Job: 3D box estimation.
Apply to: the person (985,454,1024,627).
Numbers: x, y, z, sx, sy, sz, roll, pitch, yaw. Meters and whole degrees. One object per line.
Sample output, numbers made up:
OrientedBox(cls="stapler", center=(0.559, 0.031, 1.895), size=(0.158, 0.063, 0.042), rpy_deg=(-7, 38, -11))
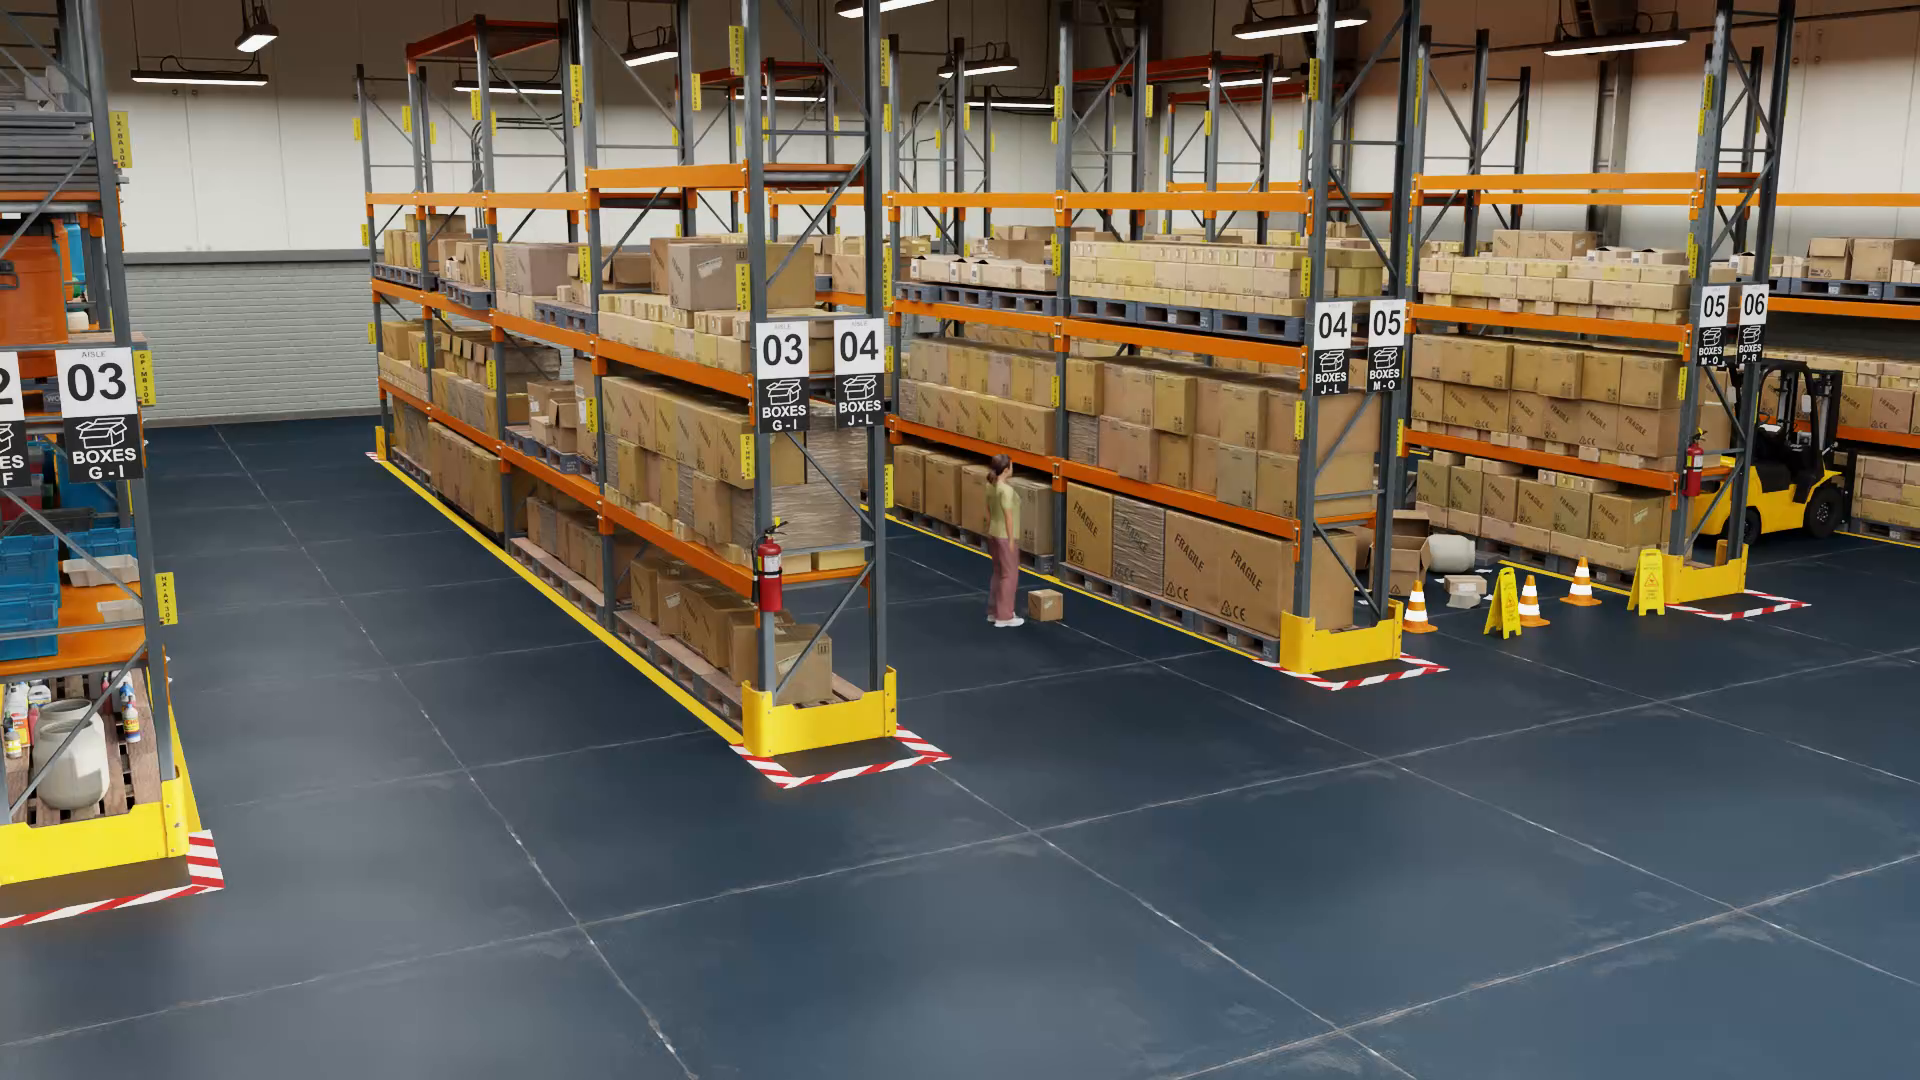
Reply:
OrientedBox(cls="person", center=(0.415, -0.006, 16.010), size=(0.372, 1.668, 0.440), rpy_deg=(-6, 13, -27))
